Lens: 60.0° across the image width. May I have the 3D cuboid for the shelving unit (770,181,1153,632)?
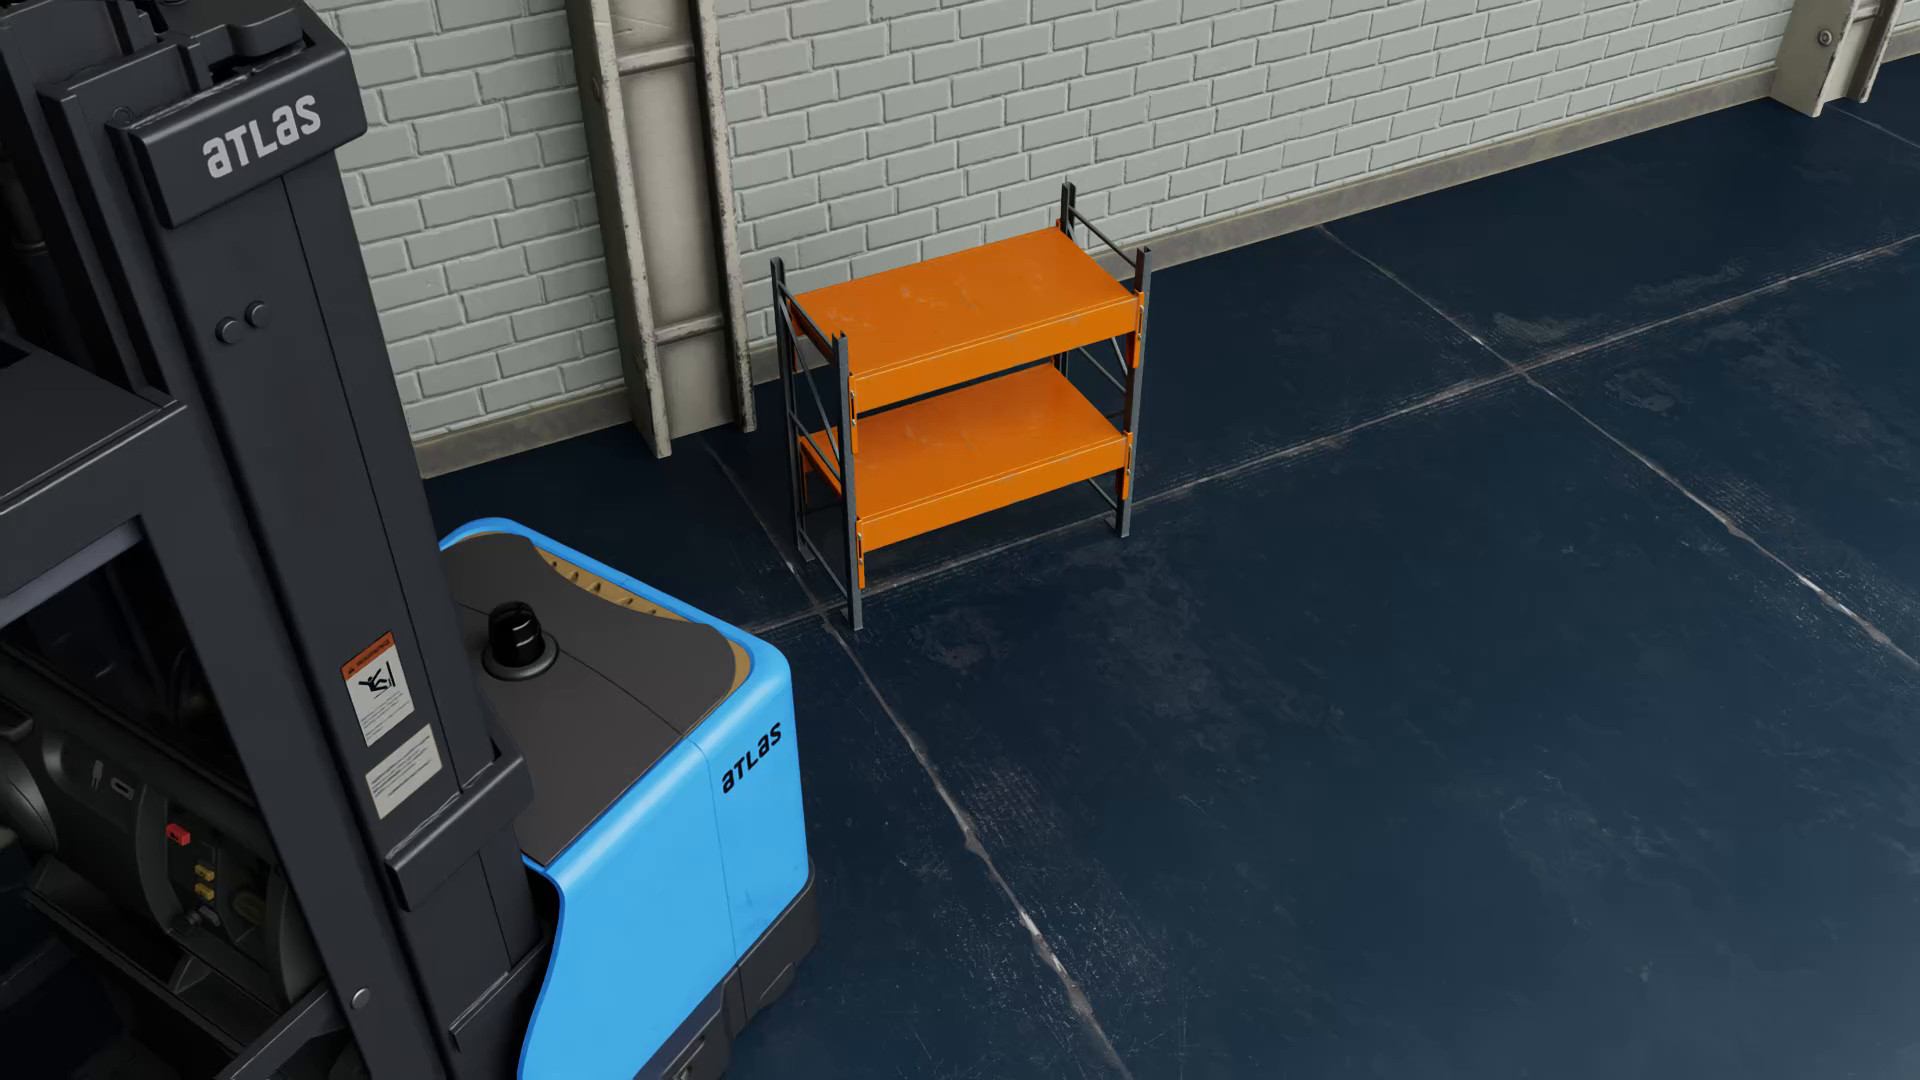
[{"bbox_3d":[0.006,-0.431,5.389,1.048,1.125,0.538,-19,44,-21],"label":"shelving unit"}]

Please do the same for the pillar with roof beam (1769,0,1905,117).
[{"bbox_3d":[6.304,-3.203,2.569,0.400,9.000,9.100,-19,44,-21],"label":"pillar with roof beam"}]

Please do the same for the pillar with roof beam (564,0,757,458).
[{"bbox_3d":[0.982,-1.413,0.454,0.400,9.000,9.100,-19,44,-21],"label":"pillar with roof beam"}]

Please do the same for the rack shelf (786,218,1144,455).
[{"bbox_3d":[0.006,-0.655,5.200,1.000,0.278,0.538,-19,44,-21],"label":"rack shelf"}]

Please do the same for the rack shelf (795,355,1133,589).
[{"bbox_3d":[0.006,-0.245,5.547,1.000,0.278,0.538,-19,44,-21],"label":"rack shelf"}]

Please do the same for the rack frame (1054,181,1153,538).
[{"bbox_3d":[0.457,-0.583,5.568,0.032,1.125,0.500,-19,44,-21],"label":"rack frame"}]

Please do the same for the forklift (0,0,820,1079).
[{"bbox_3d":[-1.597,0.587,2.788,1.130,2.935,3.031,23,45,25],"label":"forklift"}]

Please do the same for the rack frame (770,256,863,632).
[{"bbox_3d":[-0.445,-0.280,5.210,0.032,1.125,0.500,-19,44,-21],"label":"rack frame"}]
